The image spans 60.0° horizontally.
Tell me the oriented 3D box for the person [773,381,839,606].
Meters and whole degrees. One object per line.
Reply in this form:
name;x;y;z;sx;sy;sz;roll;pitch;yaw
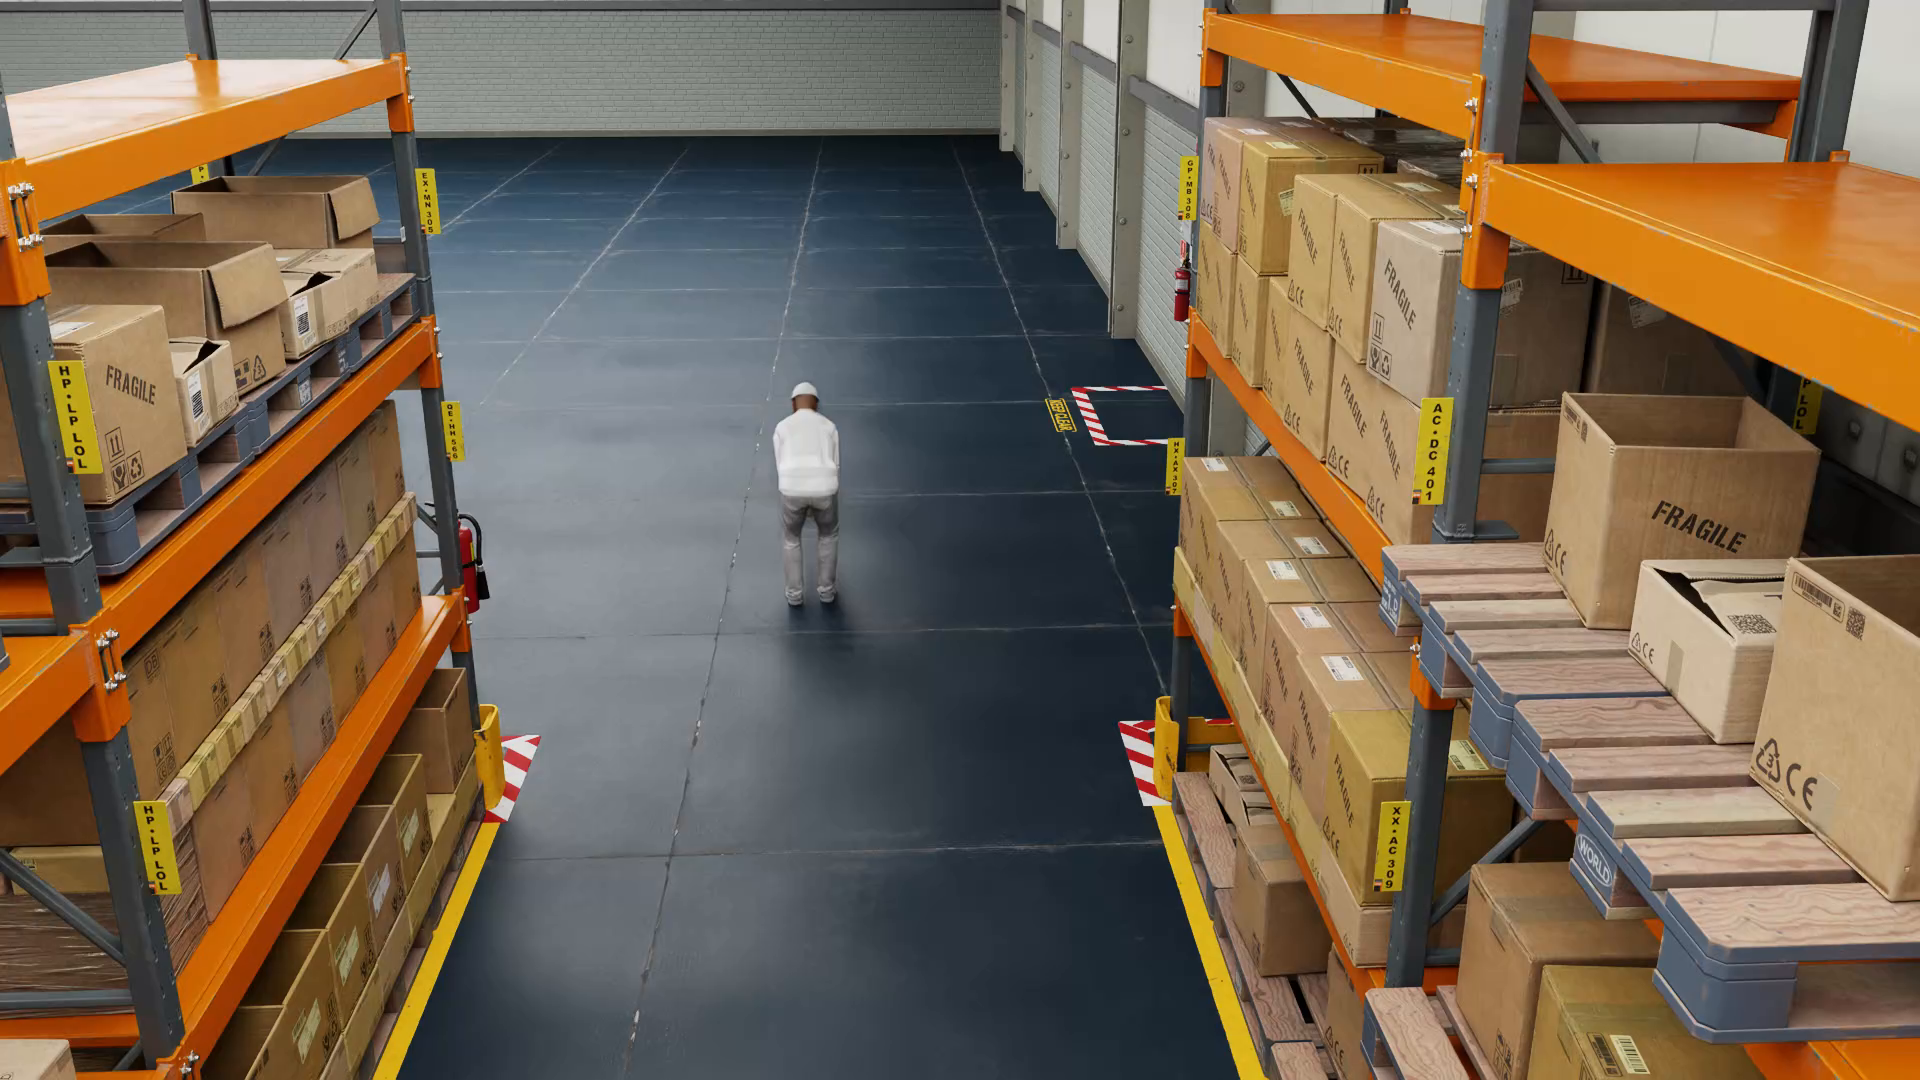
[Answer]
person;-1.125;-0.348;12.287;0.477;1.554;0.799;-2;20;-4
